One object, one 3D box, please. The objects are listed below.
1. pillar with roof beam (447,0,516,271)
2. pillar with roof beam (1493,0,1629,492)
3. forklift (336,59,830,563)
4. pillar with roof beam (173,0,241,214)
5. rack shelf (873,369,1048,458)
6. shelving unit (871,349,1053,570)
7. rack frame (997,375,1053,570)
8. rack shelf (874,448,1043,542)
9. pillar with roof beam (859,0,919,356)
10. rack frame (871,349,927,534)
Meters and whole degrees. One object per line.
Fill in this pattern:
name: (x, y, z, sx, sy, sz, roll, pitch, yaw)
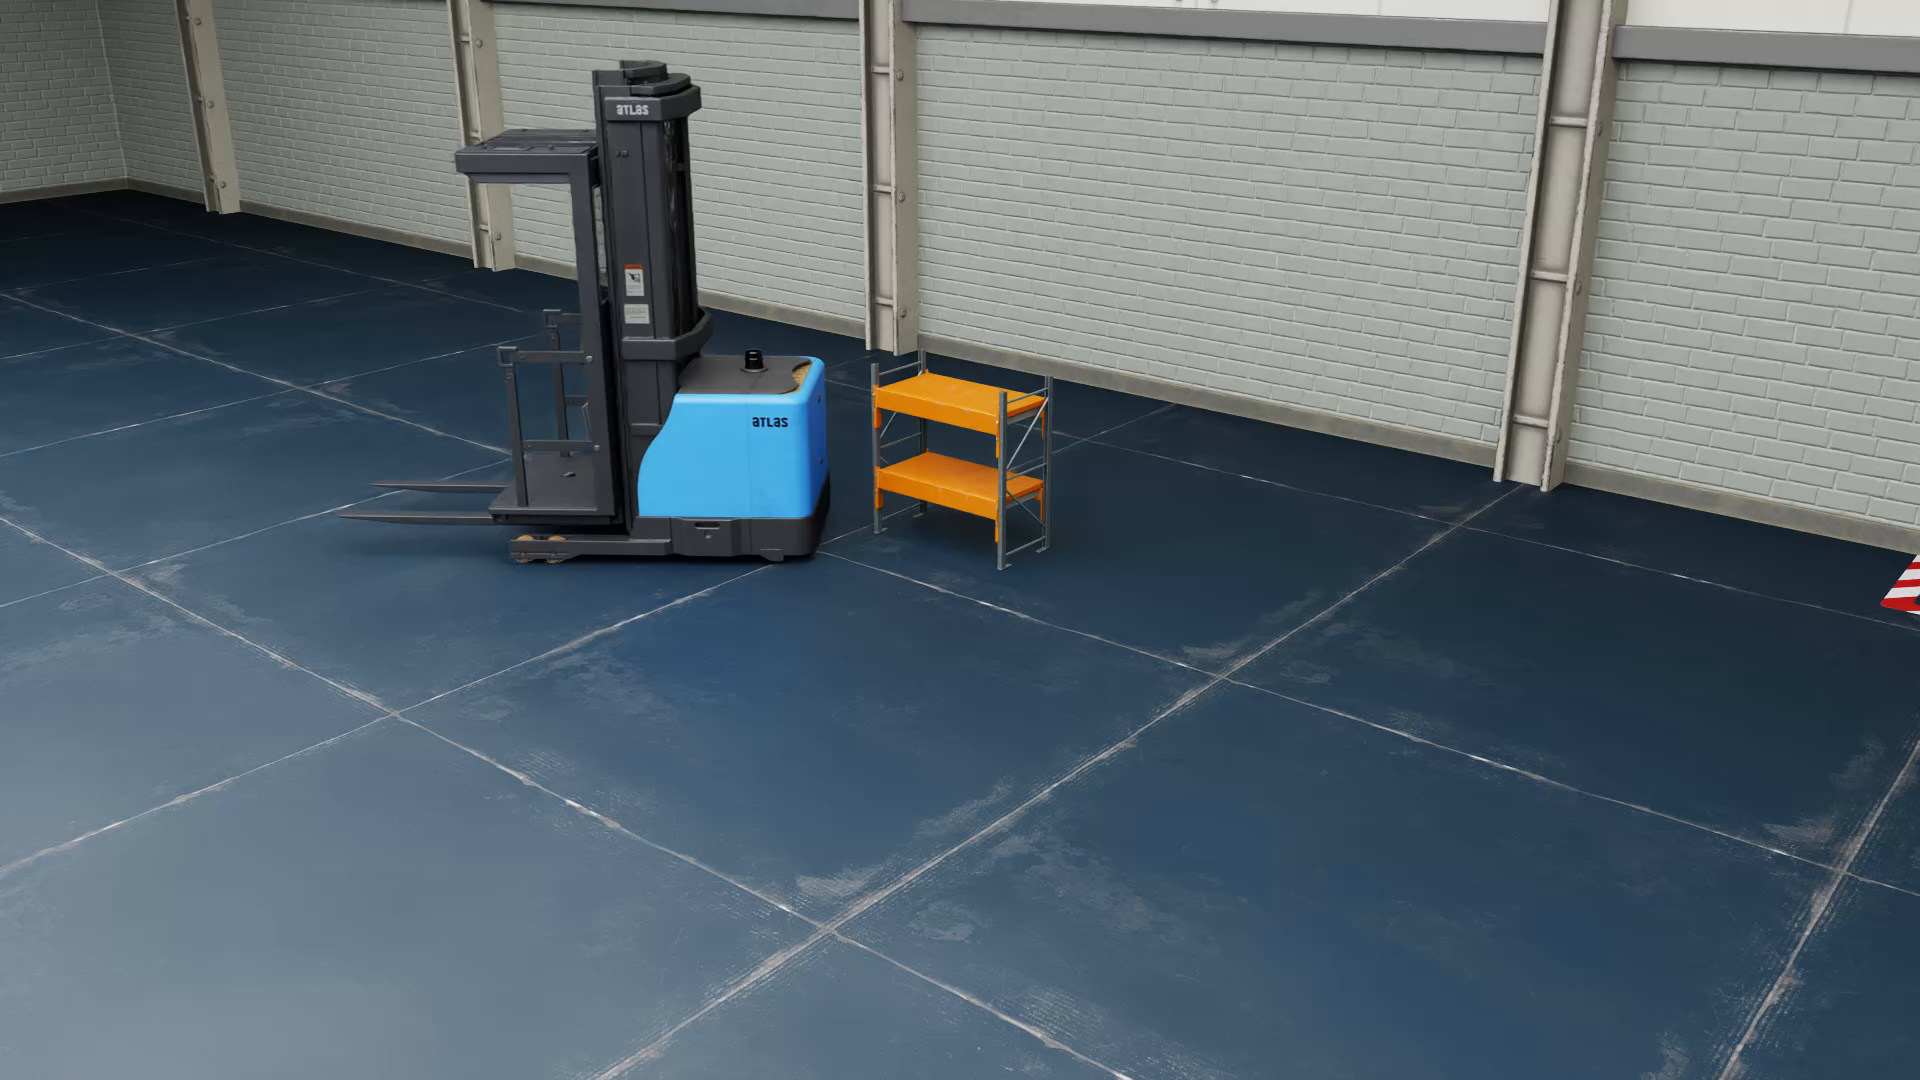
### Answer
pillar with roof beam: (-7.992, -6.131, 14.173, 0.400, 9.000, 9.100, 16, 26, 36)
pillar with roof beam: (1.305, -3.454, 7.074, 0.400, 9.000, 9.100, 16, 26, 36)
forklift: (-2.394, -1.413, 10.260, 3.031, 2.935, 1.130, 1, 21, 2)
pillar with roof beam: (-12.640, -7.470, 17.723, 0.400, 9.000, 9.100, 16, 26, 36)
rack shelf: (0.005, -0.799, 10.362, 1.000, 0.278, 0.538, 16, 26, 36)
shelving unit: (0.005, -0.525, 10.466, 1.048, 1.125, 0.538, 16, 26, 36)
rack frame: (0.399, -0.411, 10.165, 0.032, 1.125, 0.500, 16, 26, 36)
rack shelf: (0.005, -0.296, 10.552, 1.000, 0.278, 0.538, 16, 26, 36)
pillar with roof beam: (-3.344, -4.792, 10.623, 0.400, 9.000, 9.100, 16, 26, 36)
rack frame: (-0.389, -0.638, 10.766, 0.032, 1.125, 0.500, 16, 26, 36)
